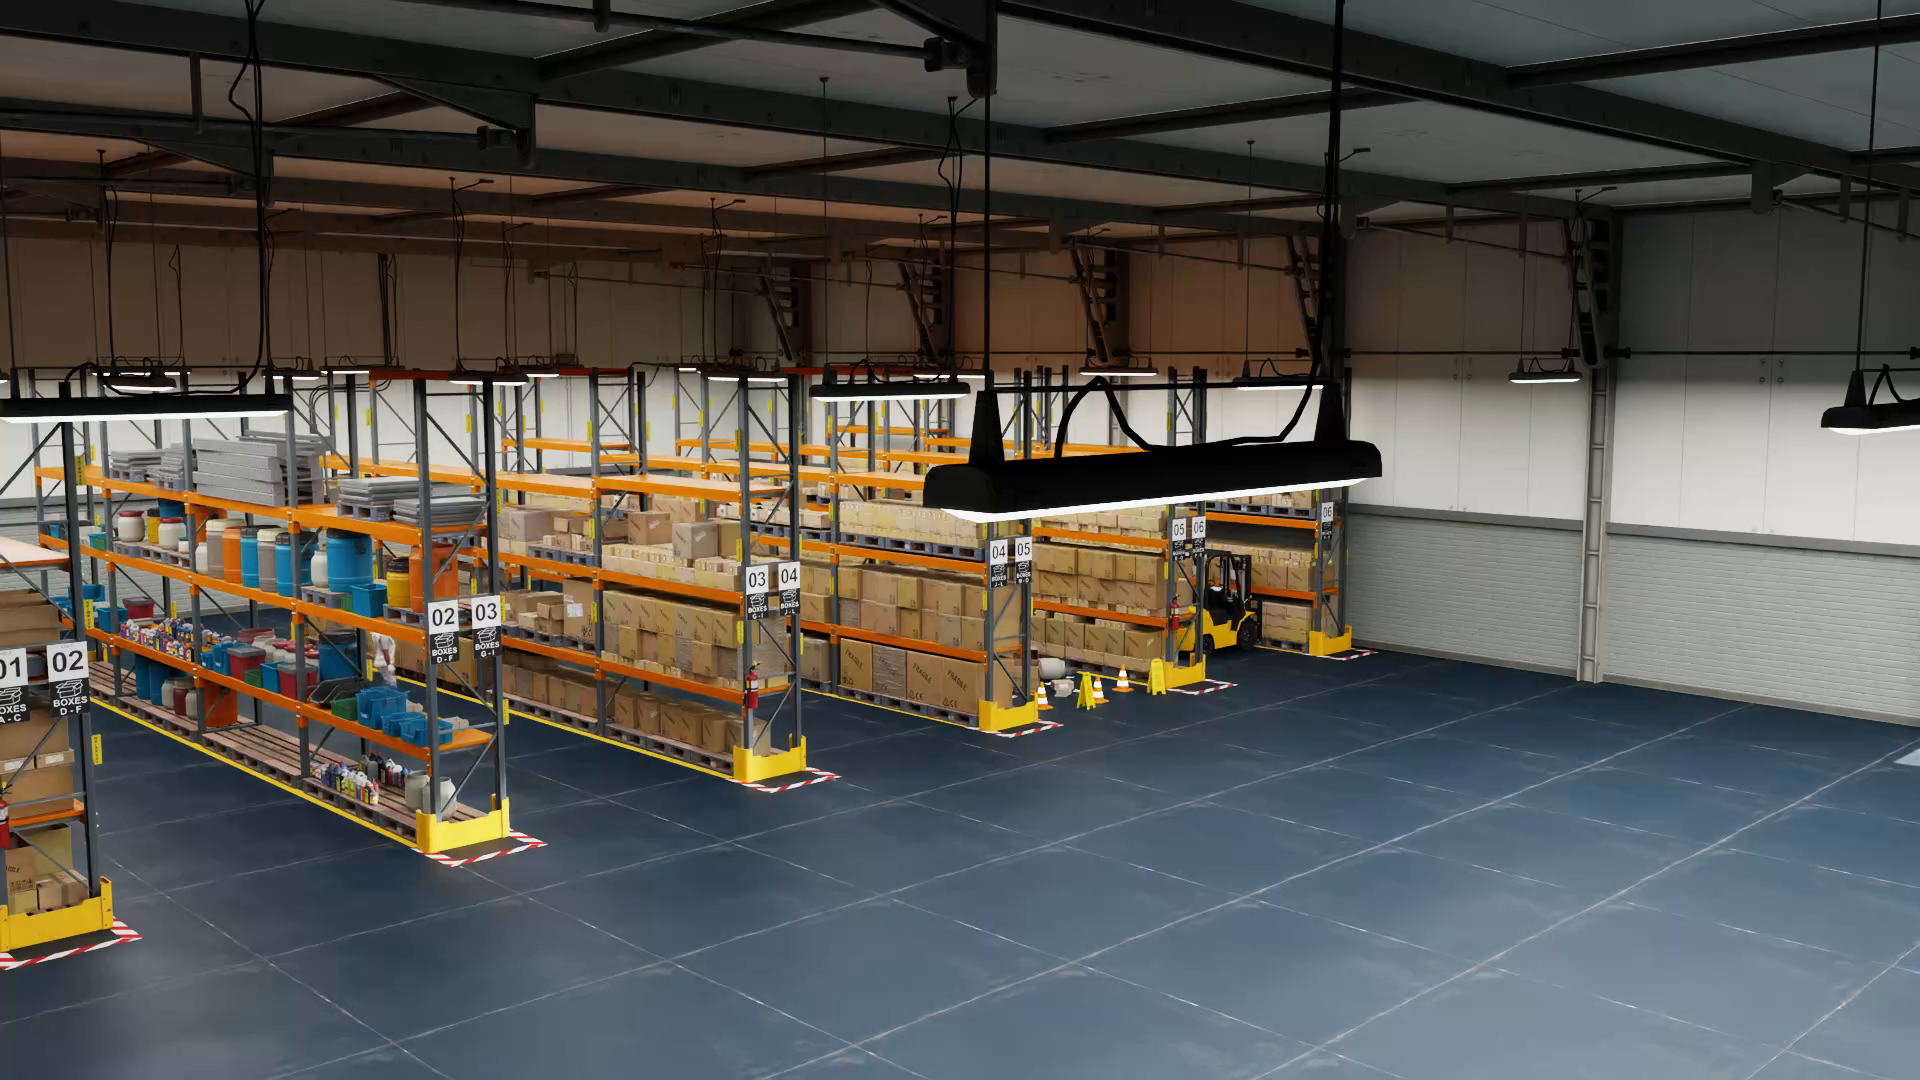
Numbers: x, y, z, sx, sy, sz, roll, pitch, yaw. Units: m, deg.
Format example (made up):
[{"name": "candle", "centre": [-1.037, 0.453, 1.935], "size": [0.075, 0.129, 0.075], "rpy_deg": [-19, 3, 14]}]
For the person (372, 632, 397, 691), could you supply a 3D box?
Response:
[{"name": "person", "centre": [-9.981, 2.204, 29.069], "size": [0.552, 1.834, 0.563], "rpy_deg": [-2, 7, -15]}]
